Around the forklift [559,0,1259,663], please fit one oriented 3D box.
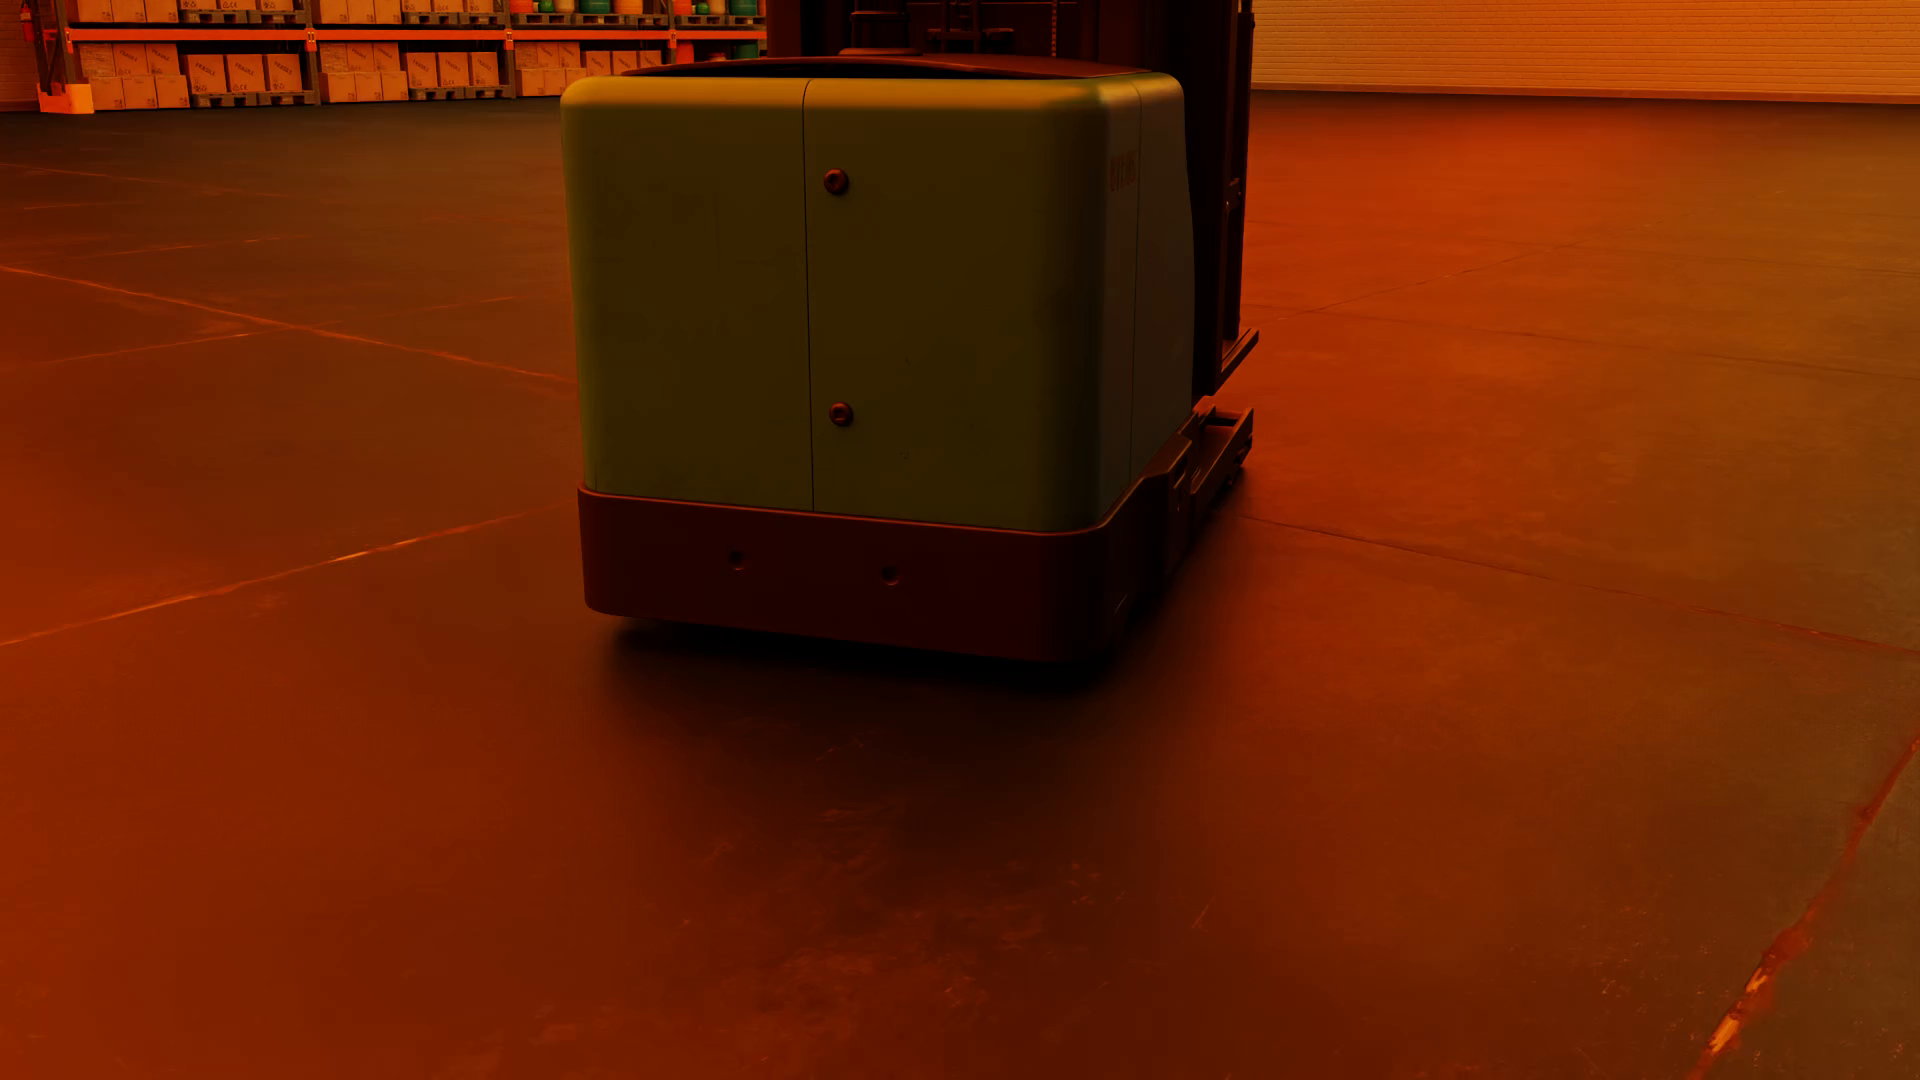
[{"bbox_3d":[0.182,-1.571,4.072,1.130,2.935,3.031,5,18,17],"label":"forklift"}]
